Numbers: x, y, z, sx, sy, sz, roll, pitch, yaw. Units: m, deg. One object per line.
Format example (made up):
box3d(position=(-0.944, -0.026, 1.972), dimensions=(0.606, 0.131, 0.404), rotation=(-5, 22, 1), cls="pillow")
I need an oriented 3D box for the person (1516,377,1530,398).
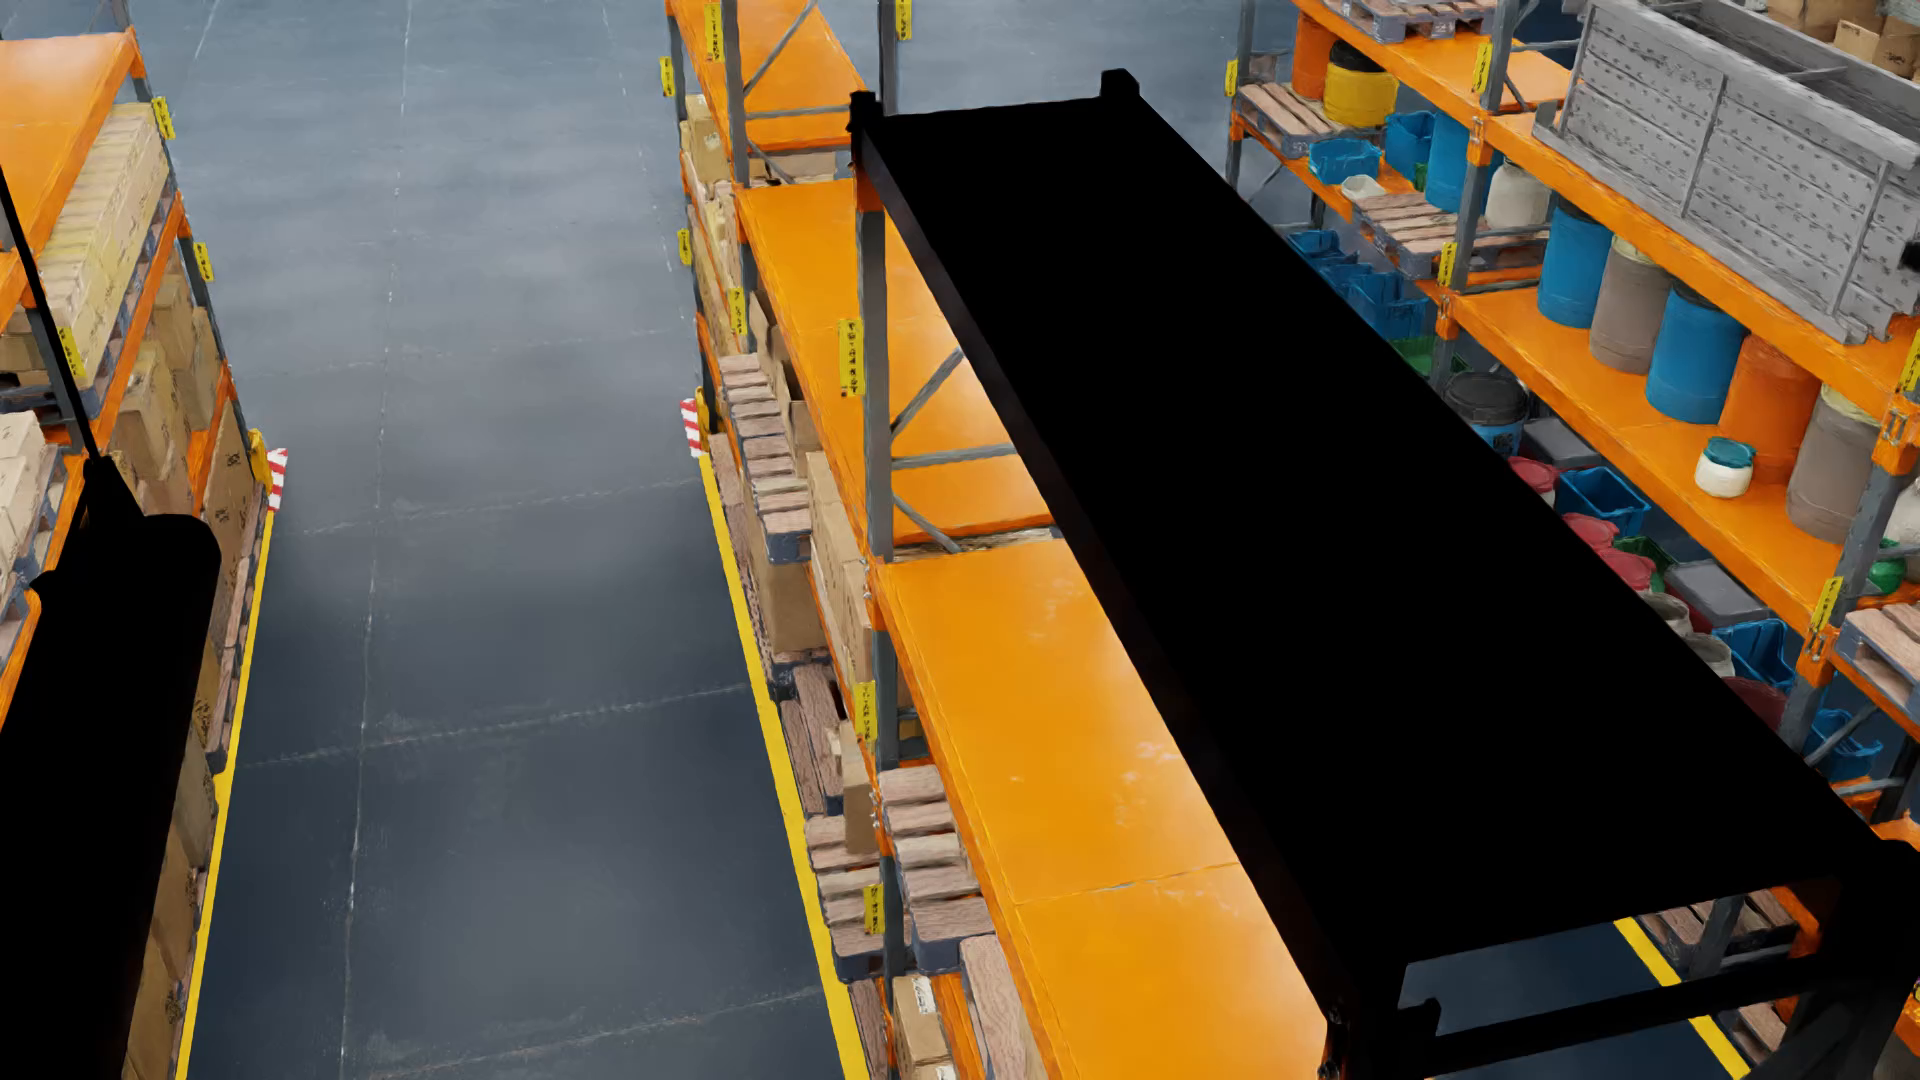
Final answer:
box3d(position=(5.556, -1.833, 15.329), dimensions=(0.637, 1.607, 0.813), rotation=(-19, 39, -26), cls="person")
